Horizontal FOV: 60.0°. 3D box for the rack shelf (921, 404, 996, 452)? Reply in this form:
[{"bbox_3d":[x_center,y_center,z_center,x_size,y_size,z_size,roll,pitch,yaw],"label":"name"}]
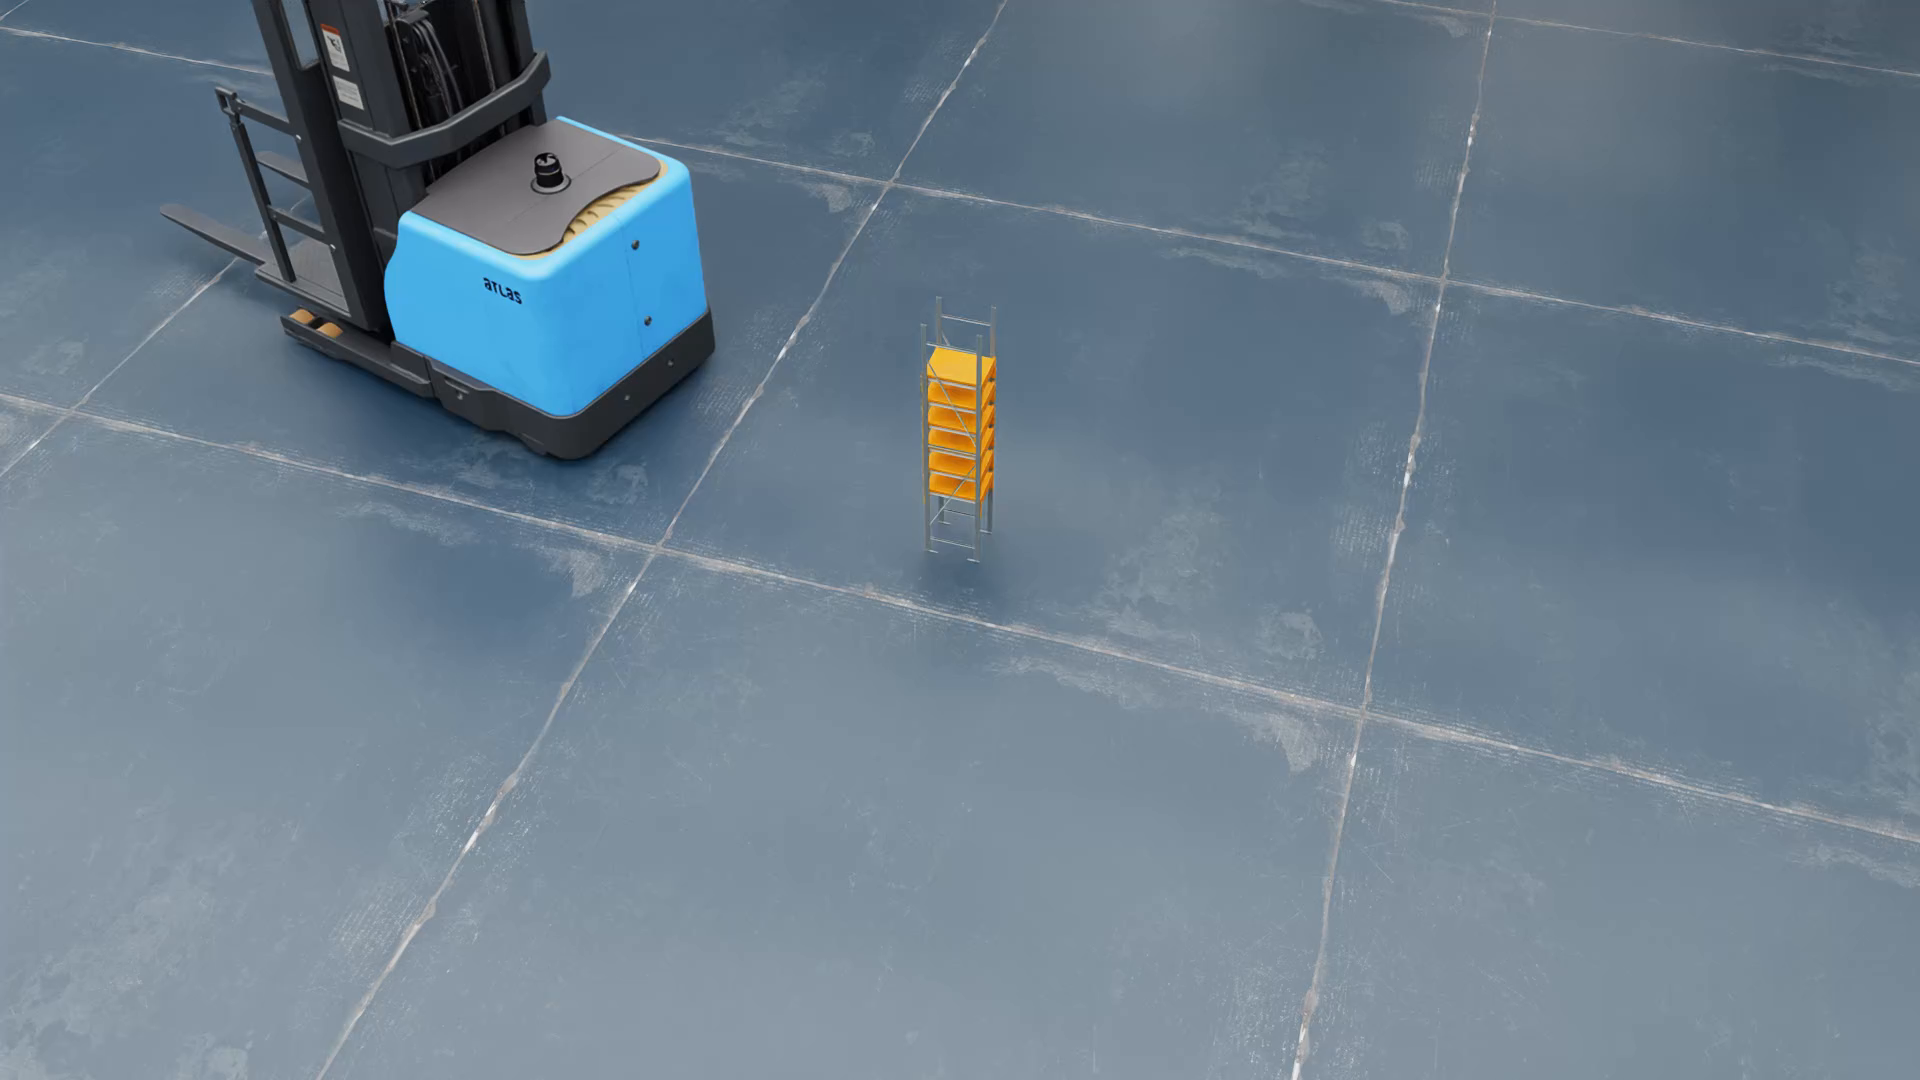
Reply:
[{"bbox_3d":[-0.004,-0.473,6.667,0.258,0.103,0.180,13,46,12],"label":"rack shelf"}]

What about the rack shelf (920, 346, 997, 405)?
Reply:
[{"bbox_3d":[-0.004,-0.645,6.499,0.258,0.103,0.180,13,46,12],"label":"rack shelf"}]

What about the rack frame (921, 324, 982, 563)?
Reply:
[{"bbox_3d":[-0.032,-0.358,6.657,0.240,1.200,0.006,13,46,12],"label":"rack frame"}]

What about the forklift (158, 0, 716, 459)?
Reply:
[{"bbox_3d":[-2.689,-2.214,7.316,3.031,2.935,1.130,25,49,23],"label":"forklift"}]

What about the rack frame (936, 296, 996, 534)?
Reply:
[{"bbox_3d":[0.023,-0.480,6.782,0.240,1.200,0.006,13,46,12],"label":"rack frame"}]

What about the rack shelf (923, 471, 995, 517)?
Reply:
[{"bbox_3d":[-0.004,-0.216,6.918,0.258,0.103,0.180,13,46,12],"label":"rack shelf"}]

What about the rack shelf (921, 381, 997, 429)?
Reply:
[{"bbox_3d":[-0.004,-0.559,6.583,0.258,0.103,0.180,13,46,12],"label":"rack shelf"}]

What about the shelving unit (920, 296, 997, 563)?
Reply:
[{"bbox_3d":[-0.004,-0.419,6.719,0.258,1.200,0.189,13,46,12],"label":"shelving unit"}]

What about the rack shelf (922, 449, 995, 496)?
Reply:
[{"bbox_3d":[-0.004,-0.302,6.834,0.258,0.103,0.180,13,46,12],"label":"rack shelf"}]

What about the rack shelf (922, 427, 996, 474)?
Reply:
[{"bbox_3d":[-0.004,-0.387,6.751,0.258,0.103,0.180,13,46,12],"label":"rack shelf"}]
